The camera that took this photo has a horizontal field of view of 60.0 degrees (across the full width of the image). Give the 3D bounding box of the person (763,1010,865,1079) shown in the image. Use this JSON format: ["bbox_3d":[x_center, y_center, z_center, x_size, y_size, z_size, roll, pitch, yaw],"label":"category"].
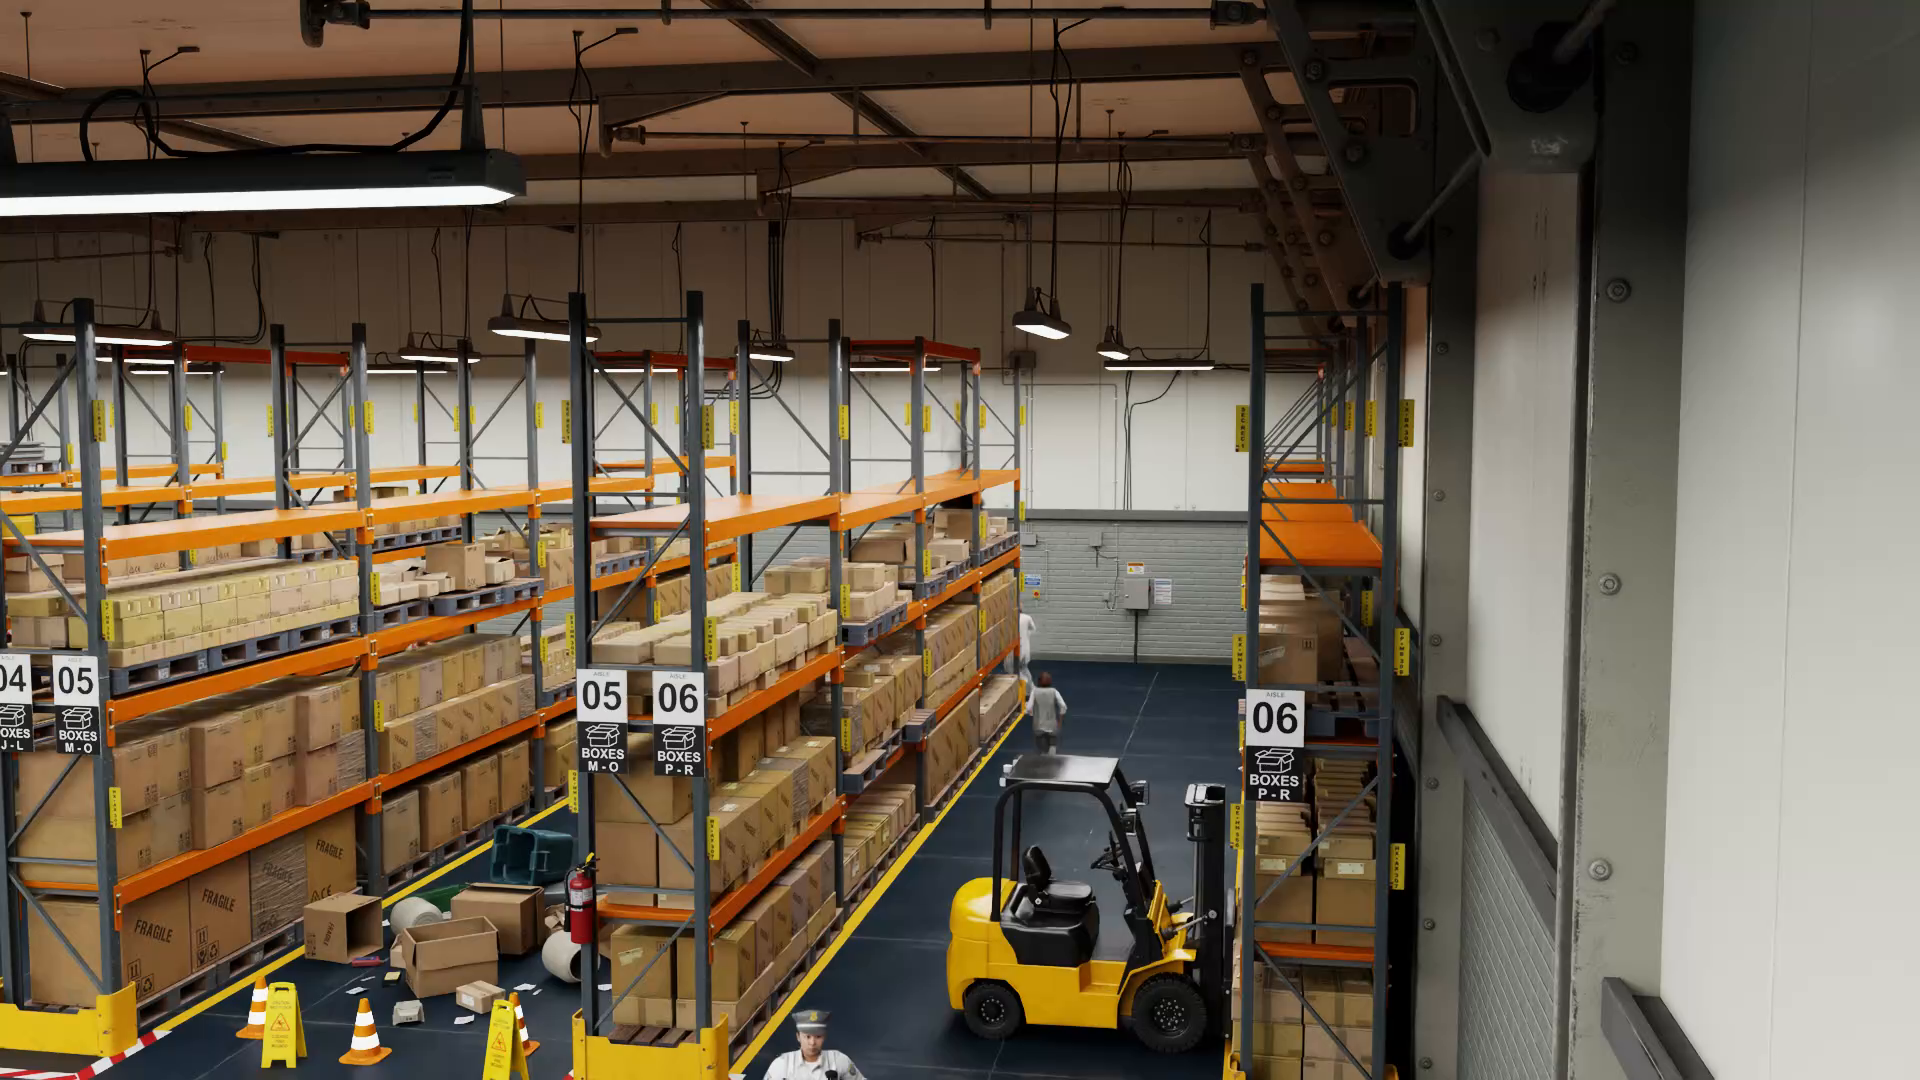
[{"bbox_3d":[-0.881,3.537,9.663,0.657,1.692,0.947,0,5,0],"label":"person"}]

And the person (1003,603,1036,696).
[{"bbox_3d":[1.006,1.935,29.540,0.772,1.716,0.558,-4,6,-42],"label":"person"}]

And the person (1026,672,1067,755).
[{"bbox_3d":[1.175,2.571,22.700,0.547,1.557,0.495,0,5,0],"label":"person"}]

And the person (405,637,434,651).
[{"bbox_3d":[-8.264,2.219,25.596,0.589,1.831,0.820,1,5,7],"label":"person"}]
